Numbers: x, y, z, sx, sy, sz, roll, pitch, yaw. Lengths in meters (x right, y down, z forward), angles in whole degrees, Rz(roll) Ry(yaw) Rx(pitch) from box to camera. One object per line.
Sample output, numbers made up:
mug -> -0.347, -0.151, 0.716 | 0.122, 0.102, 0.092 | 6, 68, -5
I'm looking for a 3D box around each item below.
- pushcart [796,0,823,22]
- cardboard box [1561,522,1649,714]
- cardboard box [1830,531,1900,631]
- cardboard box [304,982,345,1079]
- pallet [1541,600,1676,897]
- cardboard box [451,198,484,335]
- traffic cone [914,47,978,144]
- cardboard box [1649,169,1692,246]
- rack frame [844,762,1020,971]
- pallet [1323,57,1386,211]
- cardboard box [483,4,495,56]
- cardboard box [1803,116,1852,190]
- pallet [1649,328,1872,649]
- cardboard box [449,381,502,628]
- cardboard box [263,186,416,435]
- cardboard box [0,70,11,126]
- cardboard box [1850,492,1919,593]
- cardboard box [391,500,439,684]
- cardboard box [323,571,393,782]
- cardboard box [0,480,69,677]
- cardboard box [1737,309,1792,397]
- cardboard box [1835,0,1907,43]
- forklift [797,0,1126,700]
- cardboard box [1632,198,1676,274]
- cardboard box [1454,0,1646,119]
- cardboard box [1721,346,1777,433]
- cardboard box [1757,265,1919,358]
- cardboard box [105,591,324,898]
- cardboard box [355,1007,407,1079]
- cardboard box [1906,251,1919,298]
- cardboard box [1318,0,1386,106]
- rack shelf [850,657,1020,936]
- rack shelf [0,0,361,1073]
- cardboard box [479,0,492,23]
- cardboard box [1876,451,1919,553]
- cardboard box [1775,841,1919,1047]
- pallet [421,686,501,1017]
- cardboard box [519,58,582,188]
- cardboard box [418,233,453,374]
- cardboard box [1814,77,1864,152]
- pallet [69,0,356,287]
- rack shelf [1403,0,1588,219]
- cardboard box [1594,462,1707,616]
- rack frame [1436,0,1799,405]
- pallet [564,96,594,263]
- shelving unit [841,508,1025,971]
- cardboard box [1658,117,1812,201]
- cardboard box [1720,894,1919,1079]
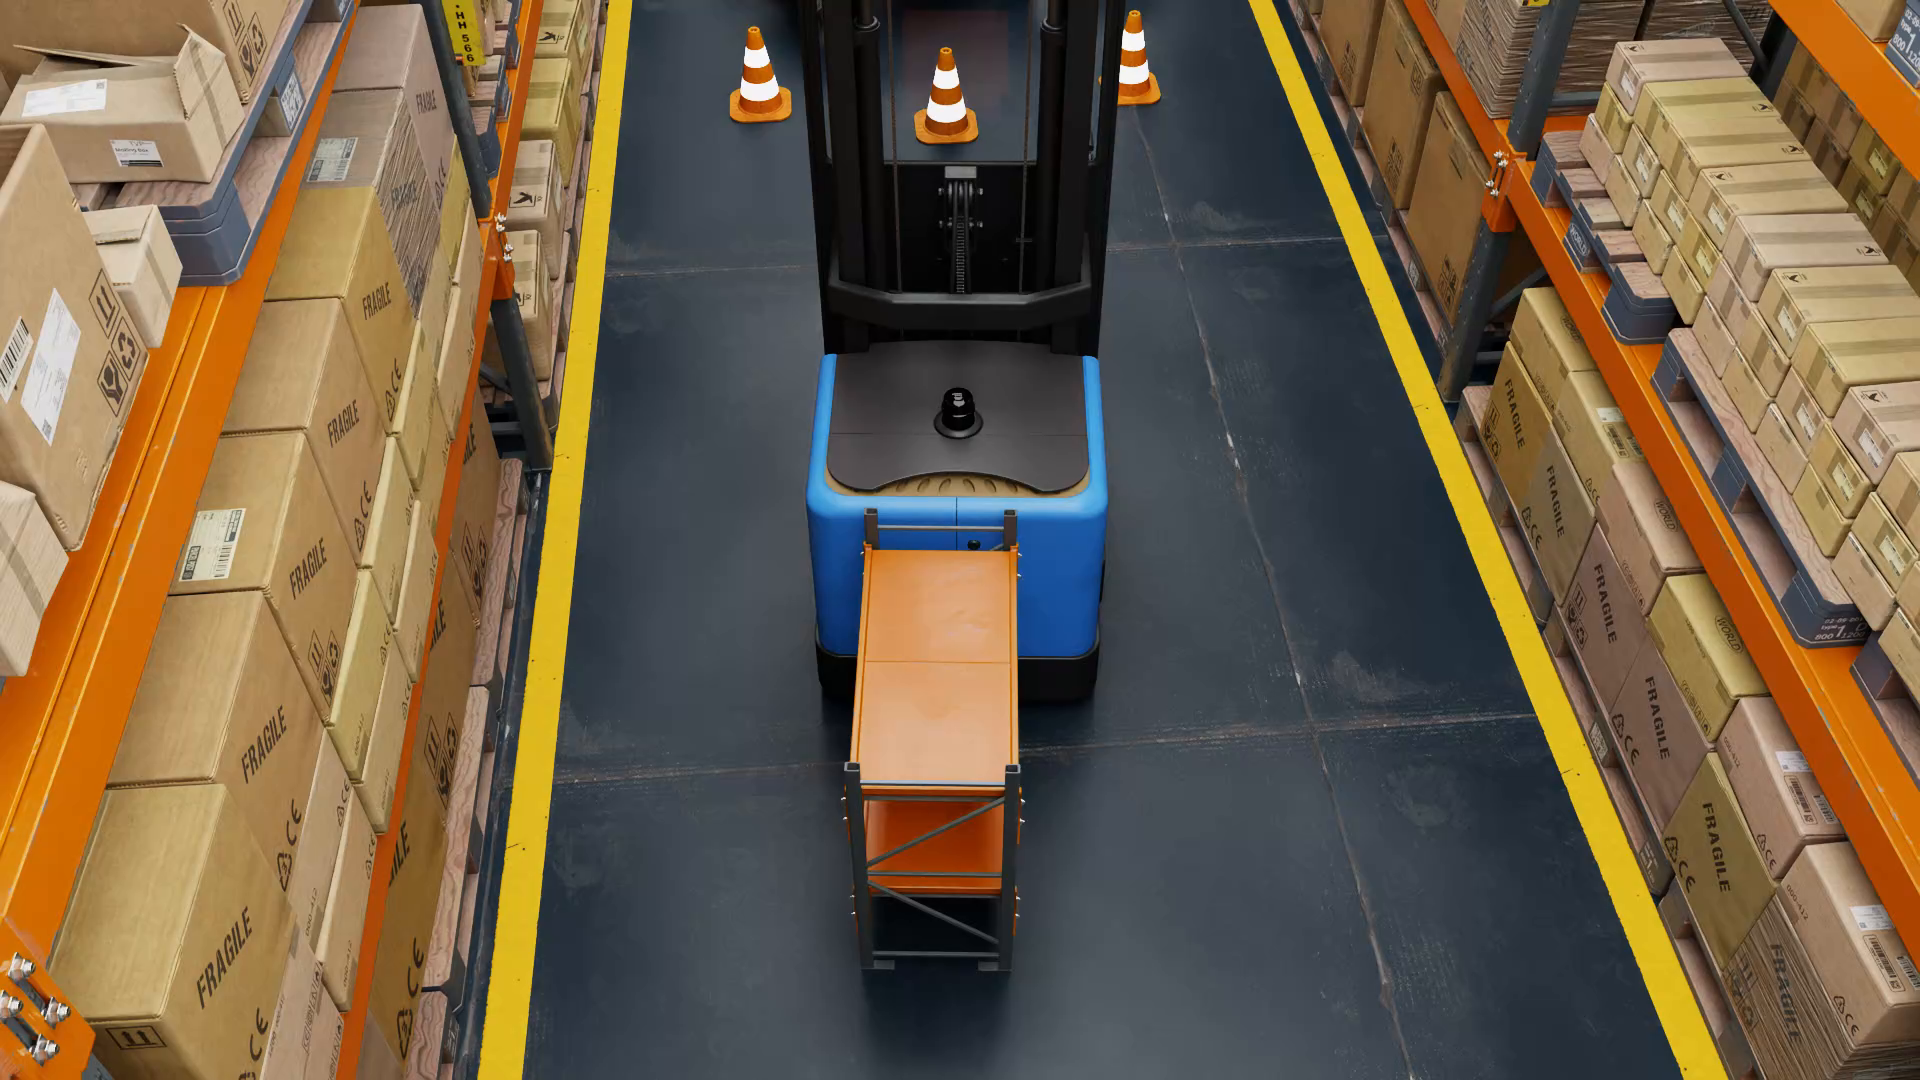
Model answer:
pushcart -> -0.327, -3.507, 9.948 | 1.648, 0.377, 0.936 | -19, 49, -17
cardboard box -> 2.562, 0.263, 6.003 | 0.500, 0.500, 0.500 | -5, 47, -4
cardboard box -> 2.677, 0.096, 4.613 | 0.380, 0.149, 0.250 | -5, 47, -5
cardboard box -> -1.699, 1.272, 3.720 | 0.500, 0.250, 0.500 | -4, 47, -4
pallet -> 2.827, 0.691, 6.086 | 1.003, 0.211, 1.213 | -3, 47, -3
cardboard box -> -1.959, -0.938, 5.812 | 0.500, 0.250, 0.500 | -5, 47, -5
traffic cone -> -0.076, -2.400, 8.841 | 0.336, 0.463, 0.334 | -3, 47, -3
cardboard box -> 2.555, -1.123, 5.563 | 0.380, 0.149, 0.250 | -5, 47, -5
rack frame -> -0.079, 1.033, 5.133 | 0.500, 1.125, 0.032 | 1, 47, 1
pallet -> 2.574, -2.210, 8.835 | 1.003, 0.211, 1.213 | -3, 47, -3
cardboard box -> -2.070, -2.052, 6.647 | 0.380, 0.149, 0.250 | -6, 47, -6
cardboard box -> 3.183, -1.351, 5.779 | 0.380, 0.149, 0.250 | -2, 47, -2
pallet -> 2.870, -0.218, 5.159 | 1.003, 0.211, 1.213 | -3, 47, -3
cardboard box -> -2.285, -0.249, 6.230 | 0.875, 0.875, 0.875 | -4, 47, -4
cardboard box -> -1.870, -0.629, 4.659 | 0.500, 0.500, 0.500 | -3, 47, -3
cardboard box -> -2.233, -0.900, 3.479 | 0.380, 0.166, 0.250 | 0, 47, 0
cardboard box -> 2.680, -0.012, 4.511 | 0.380, 0.149, 0.250 | -6, 47, -5
cardboard box -> -1.804, 0.163, 4.769 | 0.500, 0.250, 0.500 | -4, 47, -4
cardboard box -> -1.769, 0.356, 4.242 | 0.500, 0.250, 0.500 | -3, 47, -3
cardboard box -> -1.619, 0.041, 2.519 | 0.396, 0.266, 0.258 | -4, 47, -4
cardboard box -> 2.613, -0.580, 5.049 | 0.380, 0.149, 0.250 | -4, 47, -4
cardboard box -> 2.542, -1.627, 4.227 | 0.500, 0.500, 0.500 | -3, 47, -3
forklift -> 0.008, -1.463, 6.253 | 1.130, 2.935, 3.031 | 1, 47, 0
cardboard box -> 2.546, -1.046, 5.695 | 0.380, 0.149, 0.250 | -1, 47, -1
cardboard box -> 2.358, -2.058, 6.700 | 0.500, 0.500, 0.500 | -3, 47, -3
cardboard box -> 2.613, -0.477, 5.156 | 0.380, 0.149, 0.250 | -3, 47, -3
cardboard box -> 2.621, -0.679, 4.938 | 0.380, 0.149, 0.250 | -2, 47, -2
cardboard box -> -1.746, 0.474, 3.614 | 0.500, 0.500, 0.500 | -4, 47, -4
cardboard box -> -2.057, 1.697, 4.388 | 0.875, 0.875, 0.875 | -2, 47, -2
cardboard box -> 3.247, -0.800, 5.257 | 0.380, 0.149, 0.250 | -4, 47, -4
cardboard box -> 2.548, -2.837, 8.767 | 1.050, 0.750, 0.750 | -3, 47, -3
rack shelf -> -0.071, 0.832, 5.660 | 0.538, 0.278, 1.000 | 1, 47, 1
rack shelf -> -2.093, -0.677, 3.891 | 1.077, 0.370, 4.000 | -3, 47, -3
cardboard box -> -2.118, -2.337, 6.471 | 0.500, 0.500, 0.500 | -1, 47, -1
cardboard box -> 2.688, -0.110, 4.399 | 0.380, 0.149, 0.250 | -5, 47, -5
cardboard box -> 2.684, 1.114, 4.681 | 0.500, 0.250, 0.500 | -5, 47, -4
pallet -> -2.170, 1.075, 5.723 | 1.003, 0.211, 1.213 | -3, 47, -3
cardboard box -> -2.425, -2.072, 8.304 | 0.950, 0.372, 0.625 | -2, 47, -2
cardboard box -> -1.920, -0.754, 5.294 | 0.500, 0.250, 0.500 | -5, 47, -4
cardboard box -> 3.180, -1.468, 5.685 | 0.380, 0.149, 0.250 | -4, 47, -4
pallet -> -2.057, -1.035, 3.865 | 1.003, 0.211, 1.213 | -2, 47, -1
rack shelf -> 2.496, -2.913, 8.075 | 1.077, 0.370, 4.000 | -3, 47, -3
cardboard box -> 2.551, -0.017, 5.753 | 0.500, 0.250, 0.500 | -3, 47, -3
rack frame -> 2.664, -1.714, 6.444 | 1.000, 3.000, 0.127 | -3, 47, -3
pallet -> -2.423, -1.827, 8.471 | 1.003, 0.211, 1.213 | -3, 47, -3
shelving unit -> -0.071, 0.664, 5.483 | 0.538, 1.125, 1.048 | 1, 47, 1
cardboard box -> 2.551, -1.258, 5.486 | 0.380, 0.149, 0.250 | -4, 47, -4
cardboard box -> 2.686, 1.375, 4.950 | 0.500, 0.500, 0.500 | -4, 47, -4
